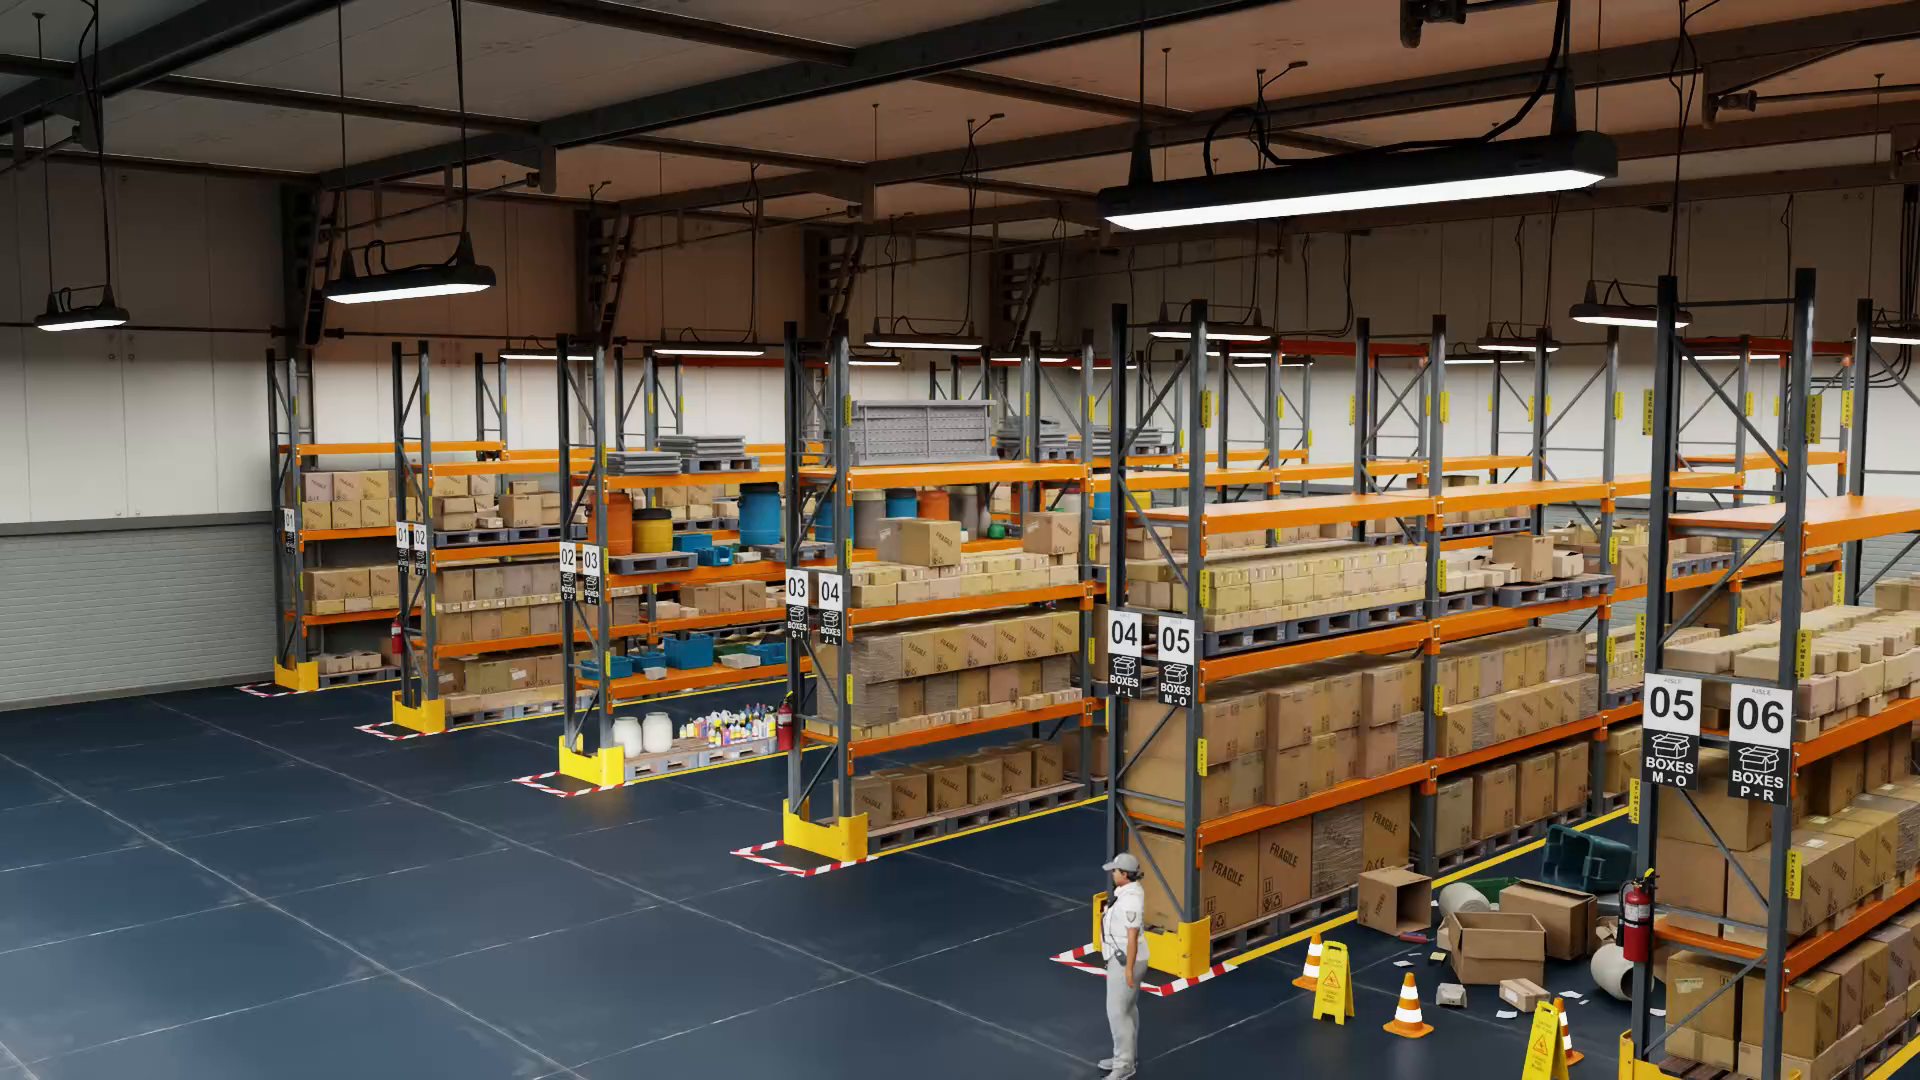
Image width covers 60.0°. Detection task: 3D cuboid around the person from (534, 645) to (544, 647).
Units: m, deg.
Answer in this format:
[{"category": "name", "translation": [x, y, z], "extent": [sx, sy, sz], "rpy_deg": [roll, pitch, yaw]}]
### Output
[{"category": "person", "translation": [-7.520, 1.710, 29.799], "extent": [0.578, 1.663, 0.383], "rpy_deg": [-1, 5, -10]}]

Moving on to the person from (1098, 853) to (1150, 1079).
[{"category": "person", "translation": [1.257, 3.251, 12.692], "extent": [0.390, 1.706, 0.593], "rpy_deg": [1, 5, 6]}]
